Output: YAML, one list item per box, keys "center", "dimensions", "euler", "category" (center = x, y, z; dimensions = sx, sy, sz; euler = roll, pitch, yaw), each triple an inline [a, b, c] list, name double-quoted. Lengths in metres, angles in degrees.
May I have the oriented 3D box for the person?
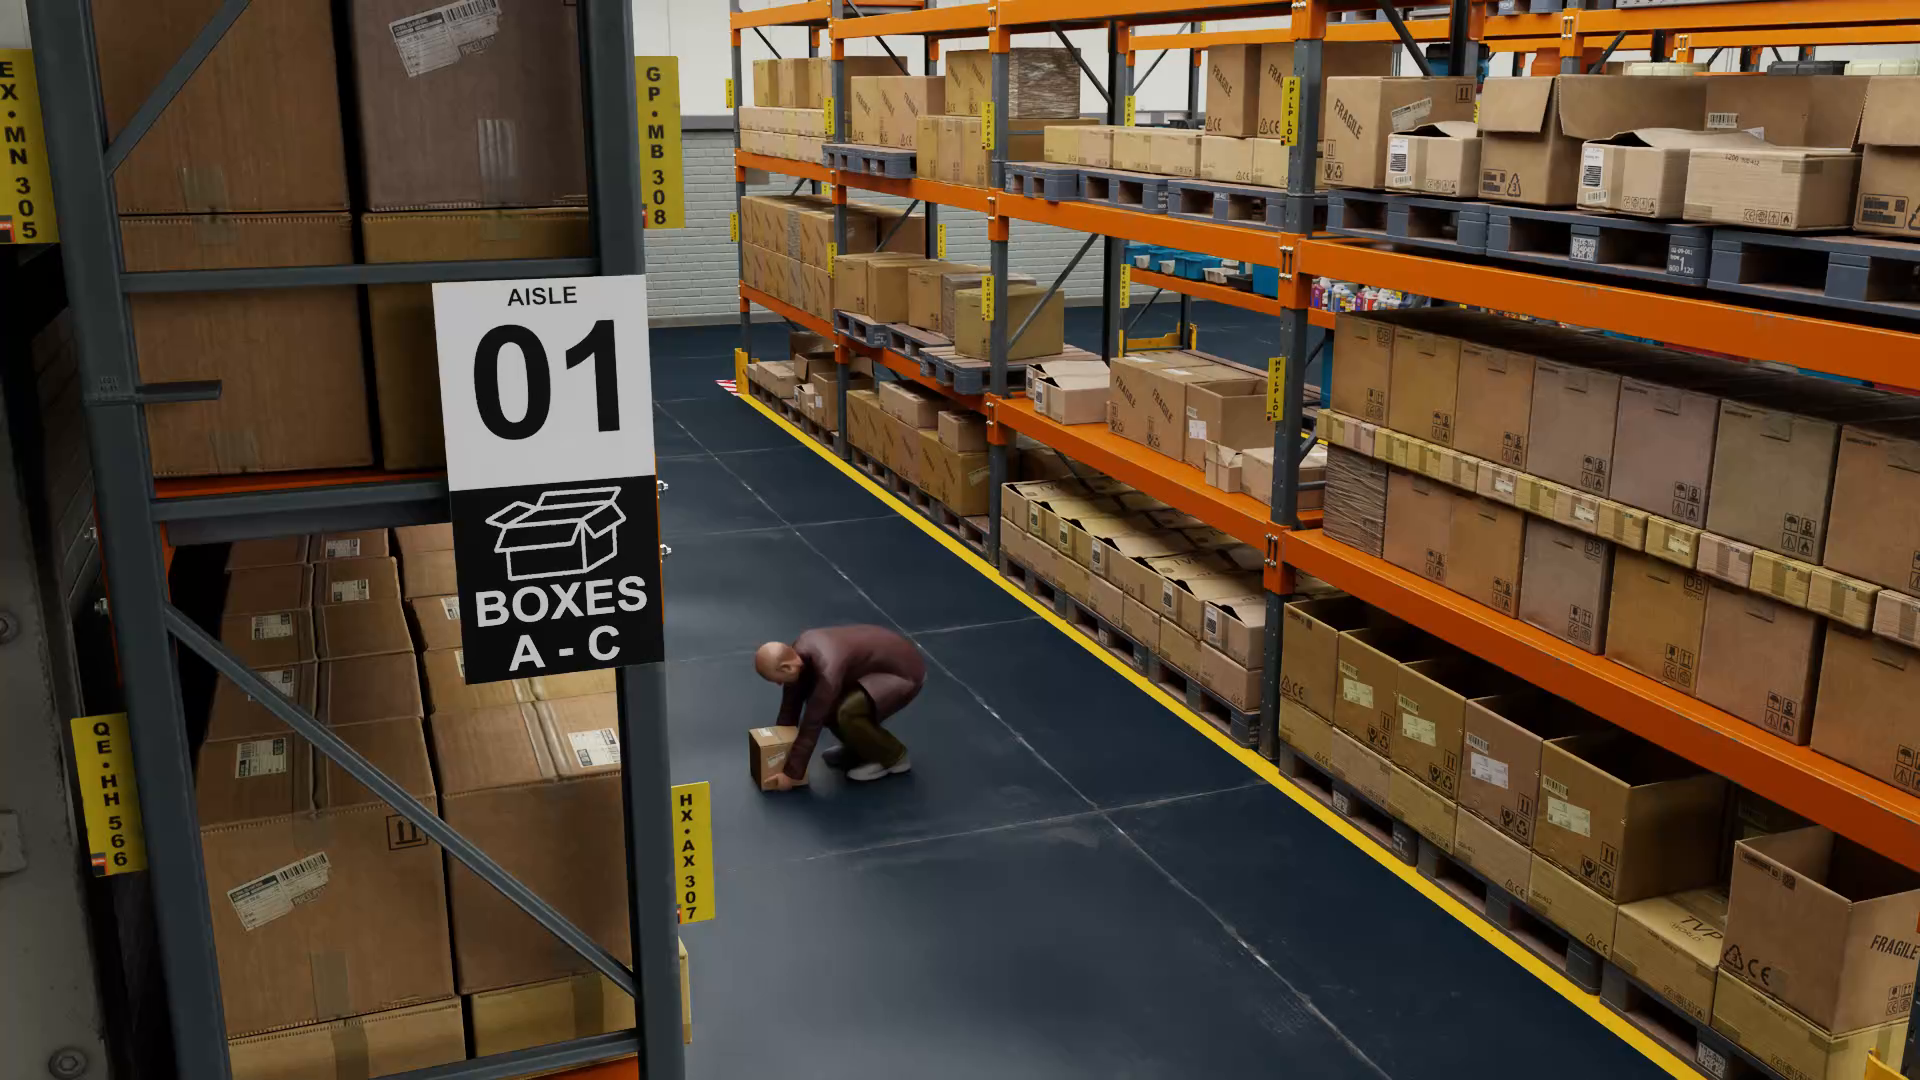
- center: [-0.626, 0.862, 8.811]
  dimensions: [0.940, 0.811, 0.574]
  euler: [-6, 17, -21]
  category: "person"
